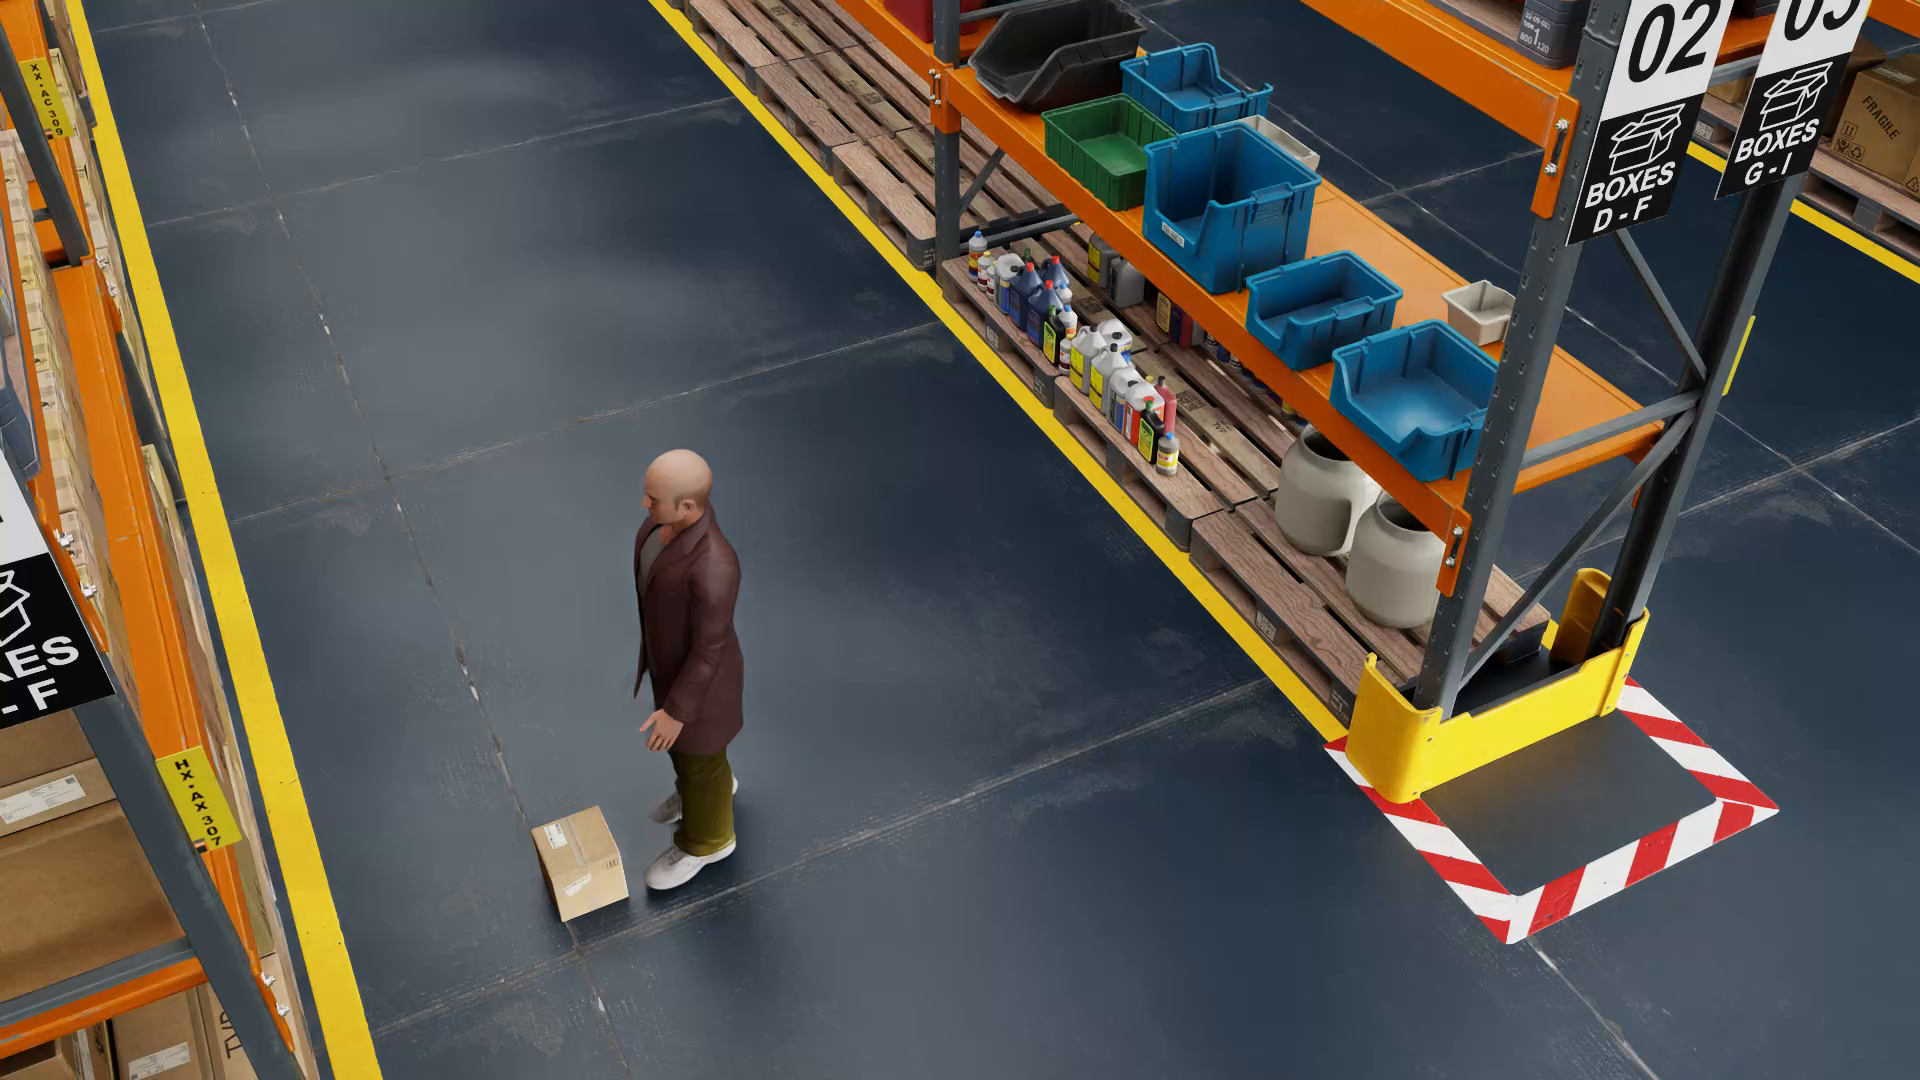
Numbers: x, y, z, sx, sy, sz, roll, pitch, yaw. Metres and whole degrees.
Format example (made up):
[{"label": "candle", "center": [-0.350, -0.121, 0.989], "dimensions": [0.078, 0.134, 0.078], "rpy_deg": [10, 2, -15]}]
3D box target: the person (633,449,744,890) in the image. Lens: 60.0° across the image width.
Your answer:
[{"label": "person", "center": [-0.978, 0.467, 5.647], "dimensions": [0.500, 1.838, 0.589], "rpy_deg": [-18, 44, -20]}]
